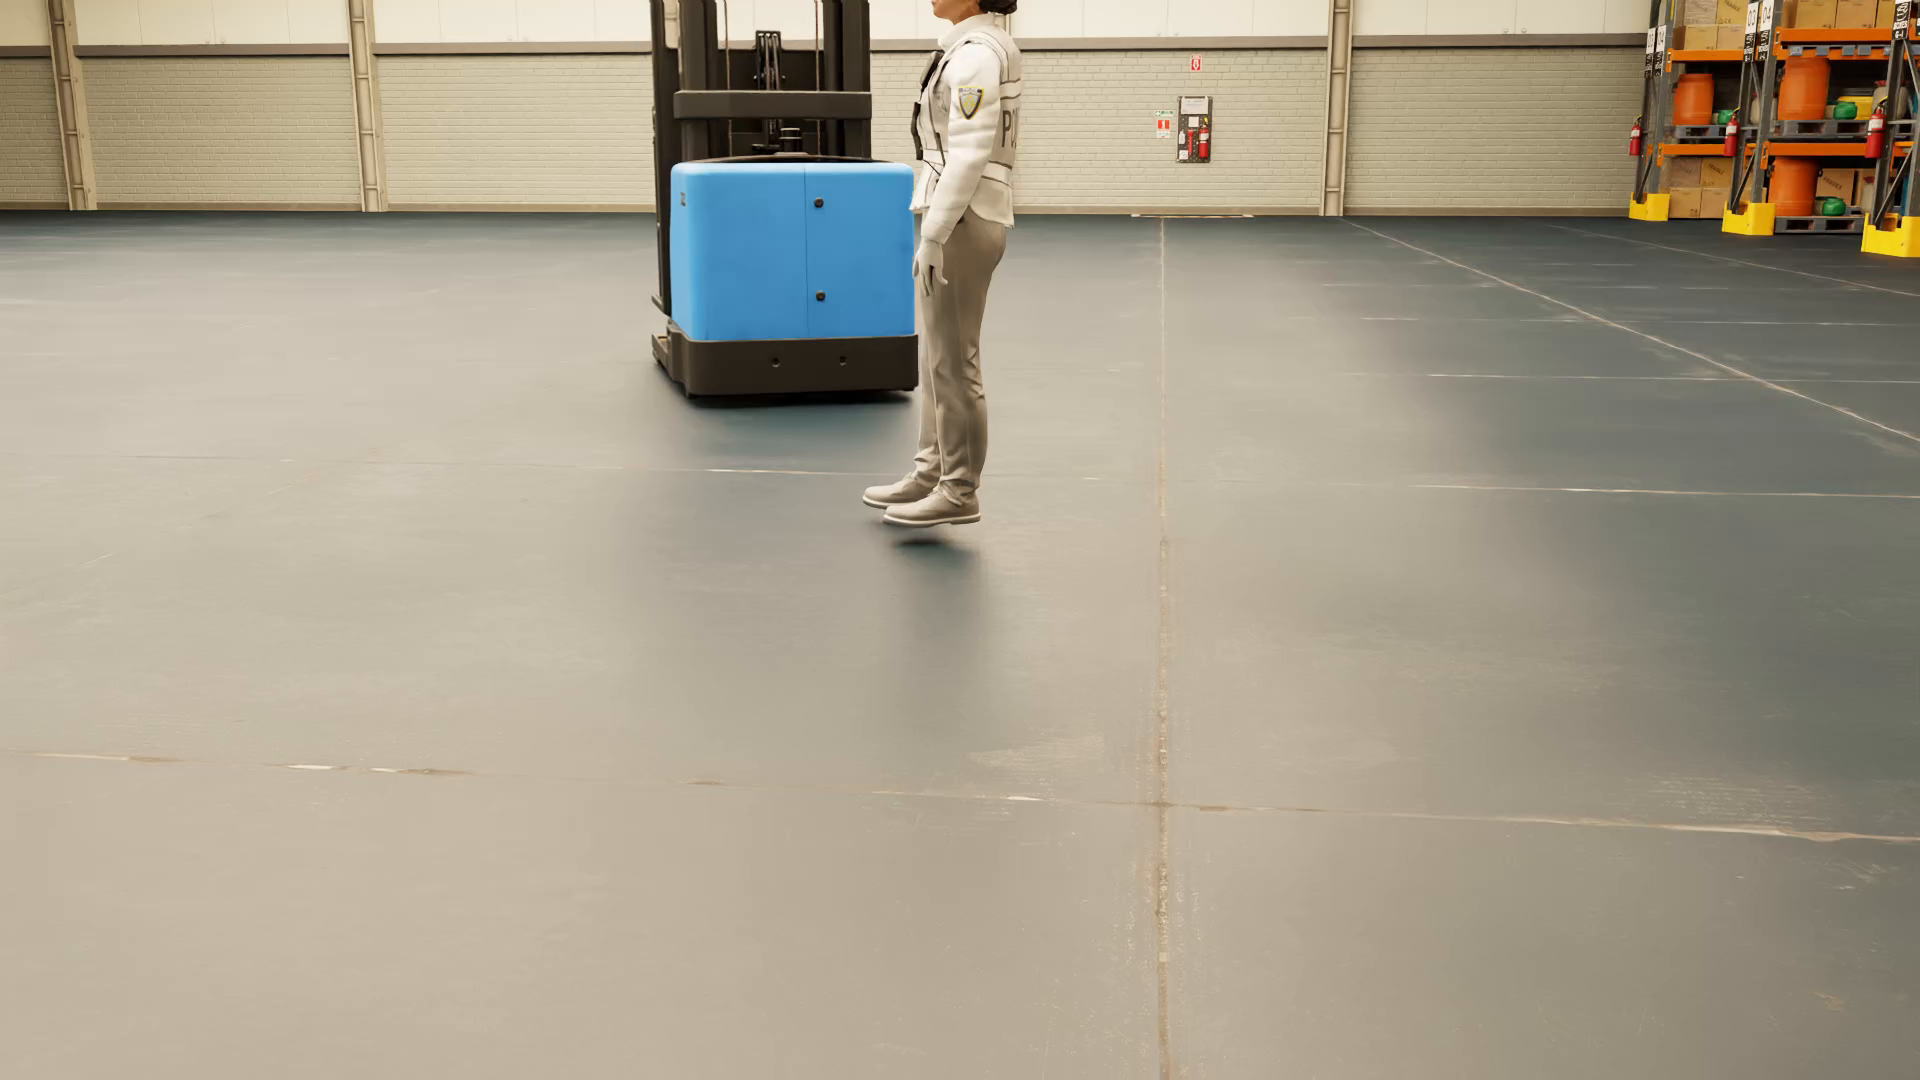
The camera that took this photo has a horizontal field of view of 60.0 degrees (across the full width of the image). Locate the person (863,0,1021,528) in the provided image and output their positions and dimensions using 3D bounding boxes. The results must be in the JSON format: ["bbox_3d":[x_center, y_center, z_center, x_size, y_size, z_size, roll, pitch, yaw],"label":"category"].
[{"bbox_3d":[-0.068,-0.873,4.758,0.530,1.691,0.586,2,13,7],"label":"person"}]

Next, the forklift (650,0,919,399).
[{"bbox_3d":[-1.054,-2.356,8.584,1.130,2.935,3.031,-3,14,-14],"label":"forklift"}]
